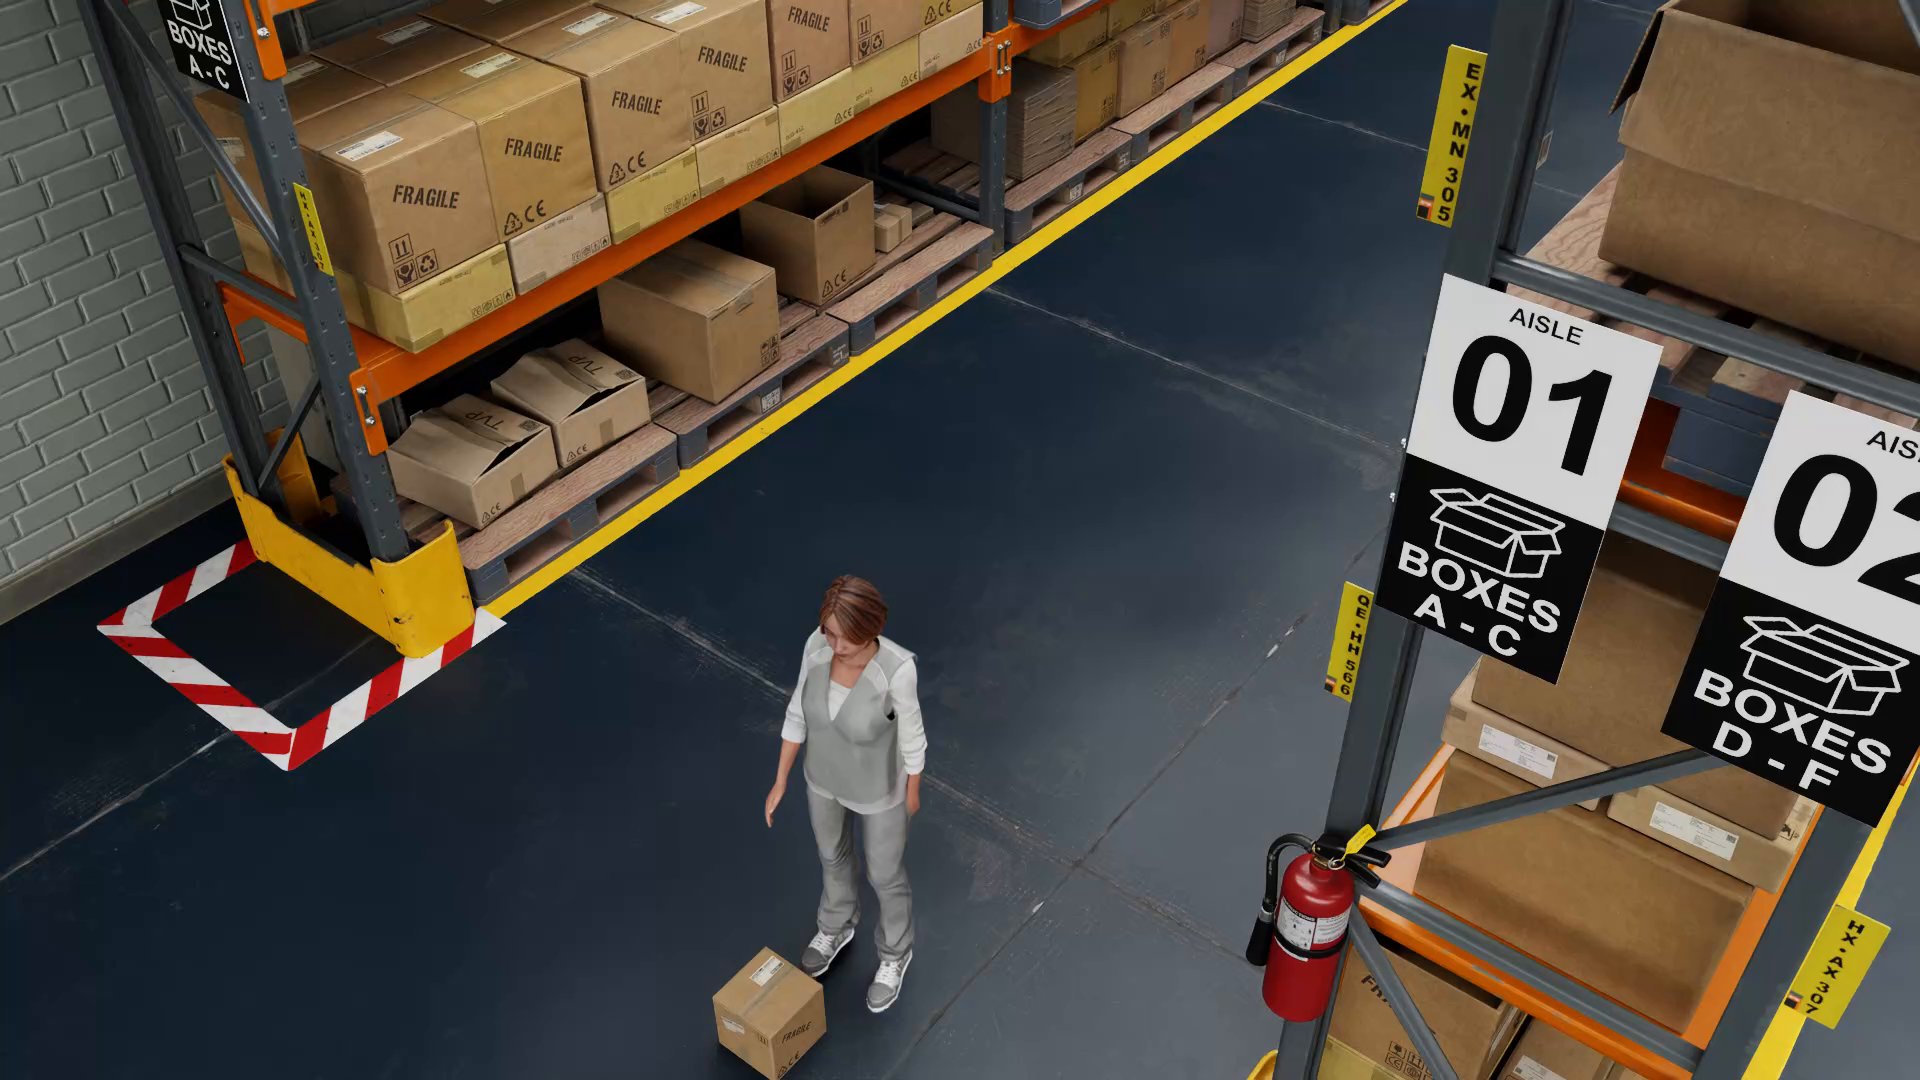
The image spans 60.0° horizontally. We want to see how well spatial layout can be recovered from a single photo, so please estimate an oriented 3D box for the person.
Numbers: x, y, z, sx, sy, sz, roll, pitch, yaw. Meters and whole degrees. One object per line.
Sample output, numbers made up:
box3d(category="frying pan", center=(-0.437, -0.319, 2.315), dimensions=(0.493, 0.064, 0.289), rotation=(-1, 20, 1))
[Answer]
box3d(category="person", center=(-0.343, 0.785, 5.186), dimensions=(0.427, 1.615, 0.397), rotation=(21, 44, 24))
